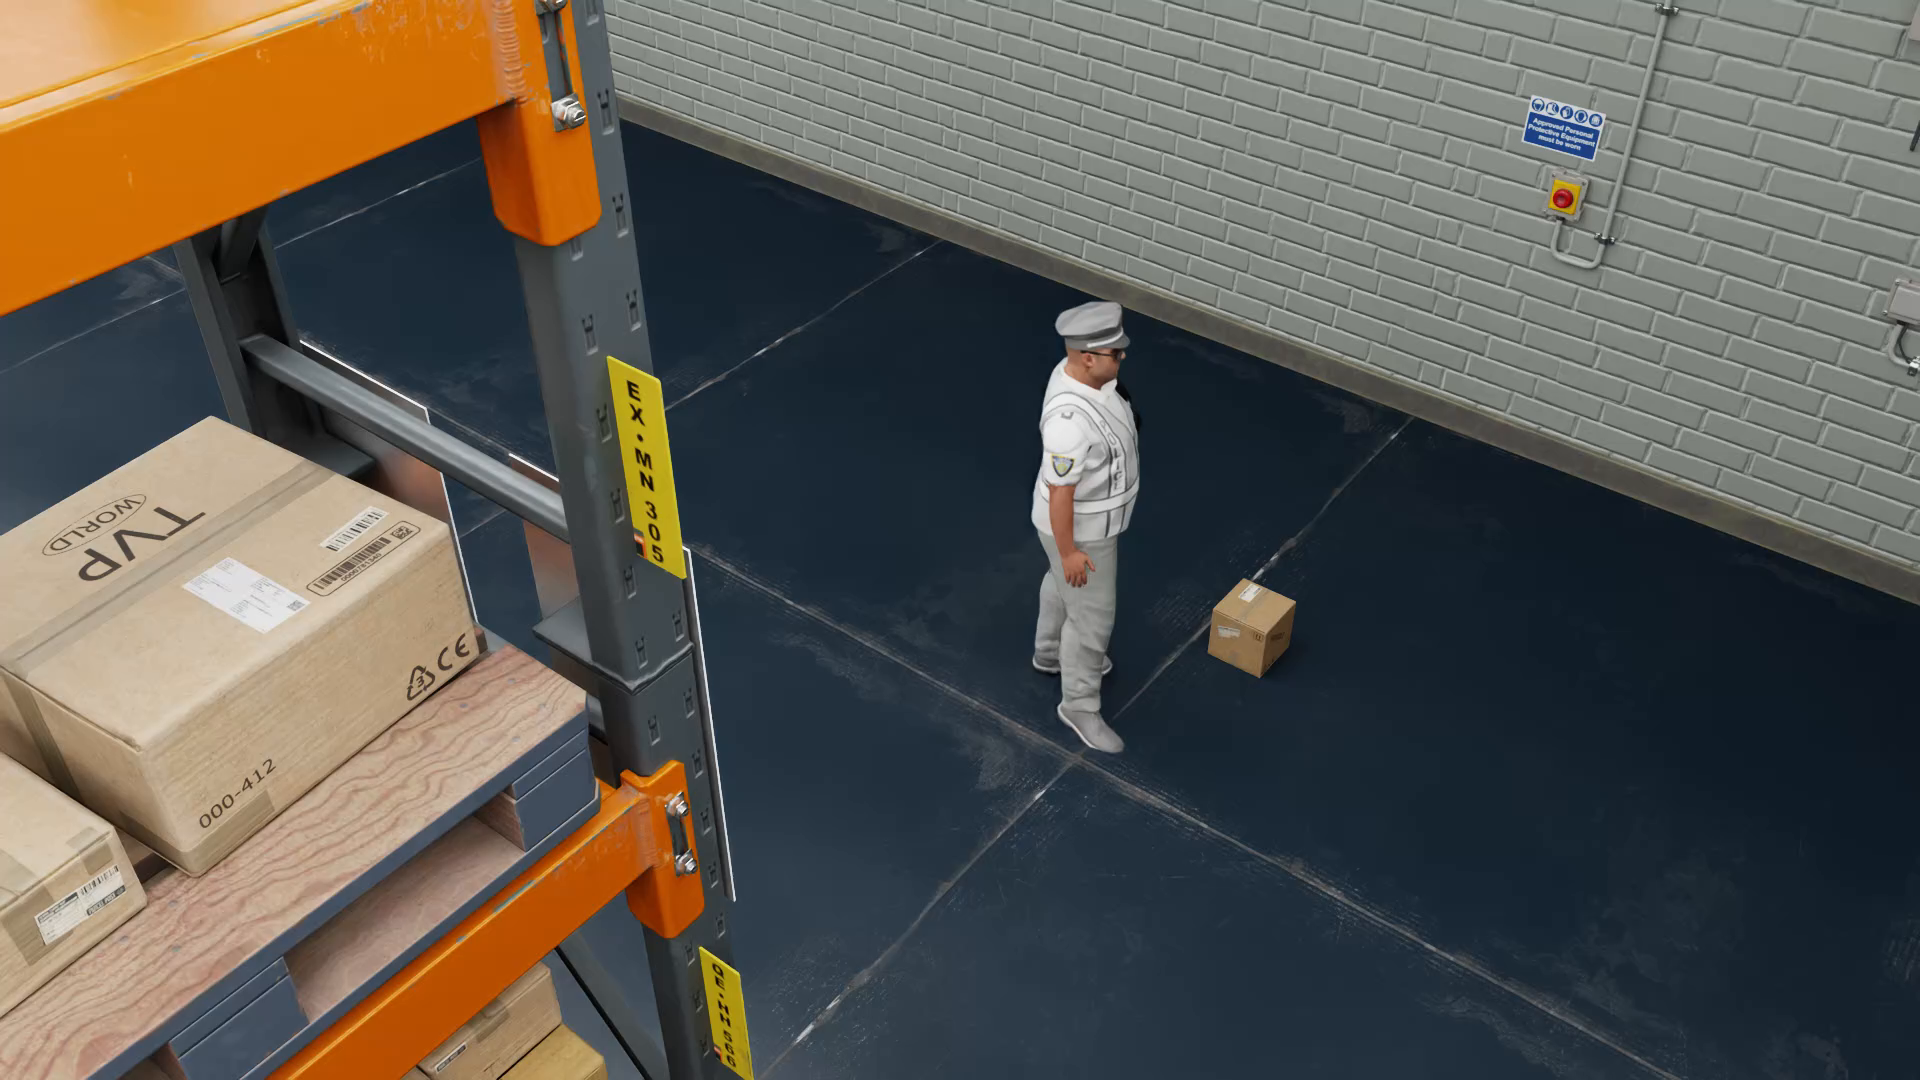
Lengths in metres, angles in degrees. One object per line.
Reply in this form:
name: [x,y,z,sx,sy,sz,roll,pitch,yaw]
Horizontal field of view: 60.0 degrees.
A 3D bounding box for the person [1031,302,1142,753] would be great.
person: [0.477,-0.051,6.234,0.433,1.805,0.650,5,39,6]
